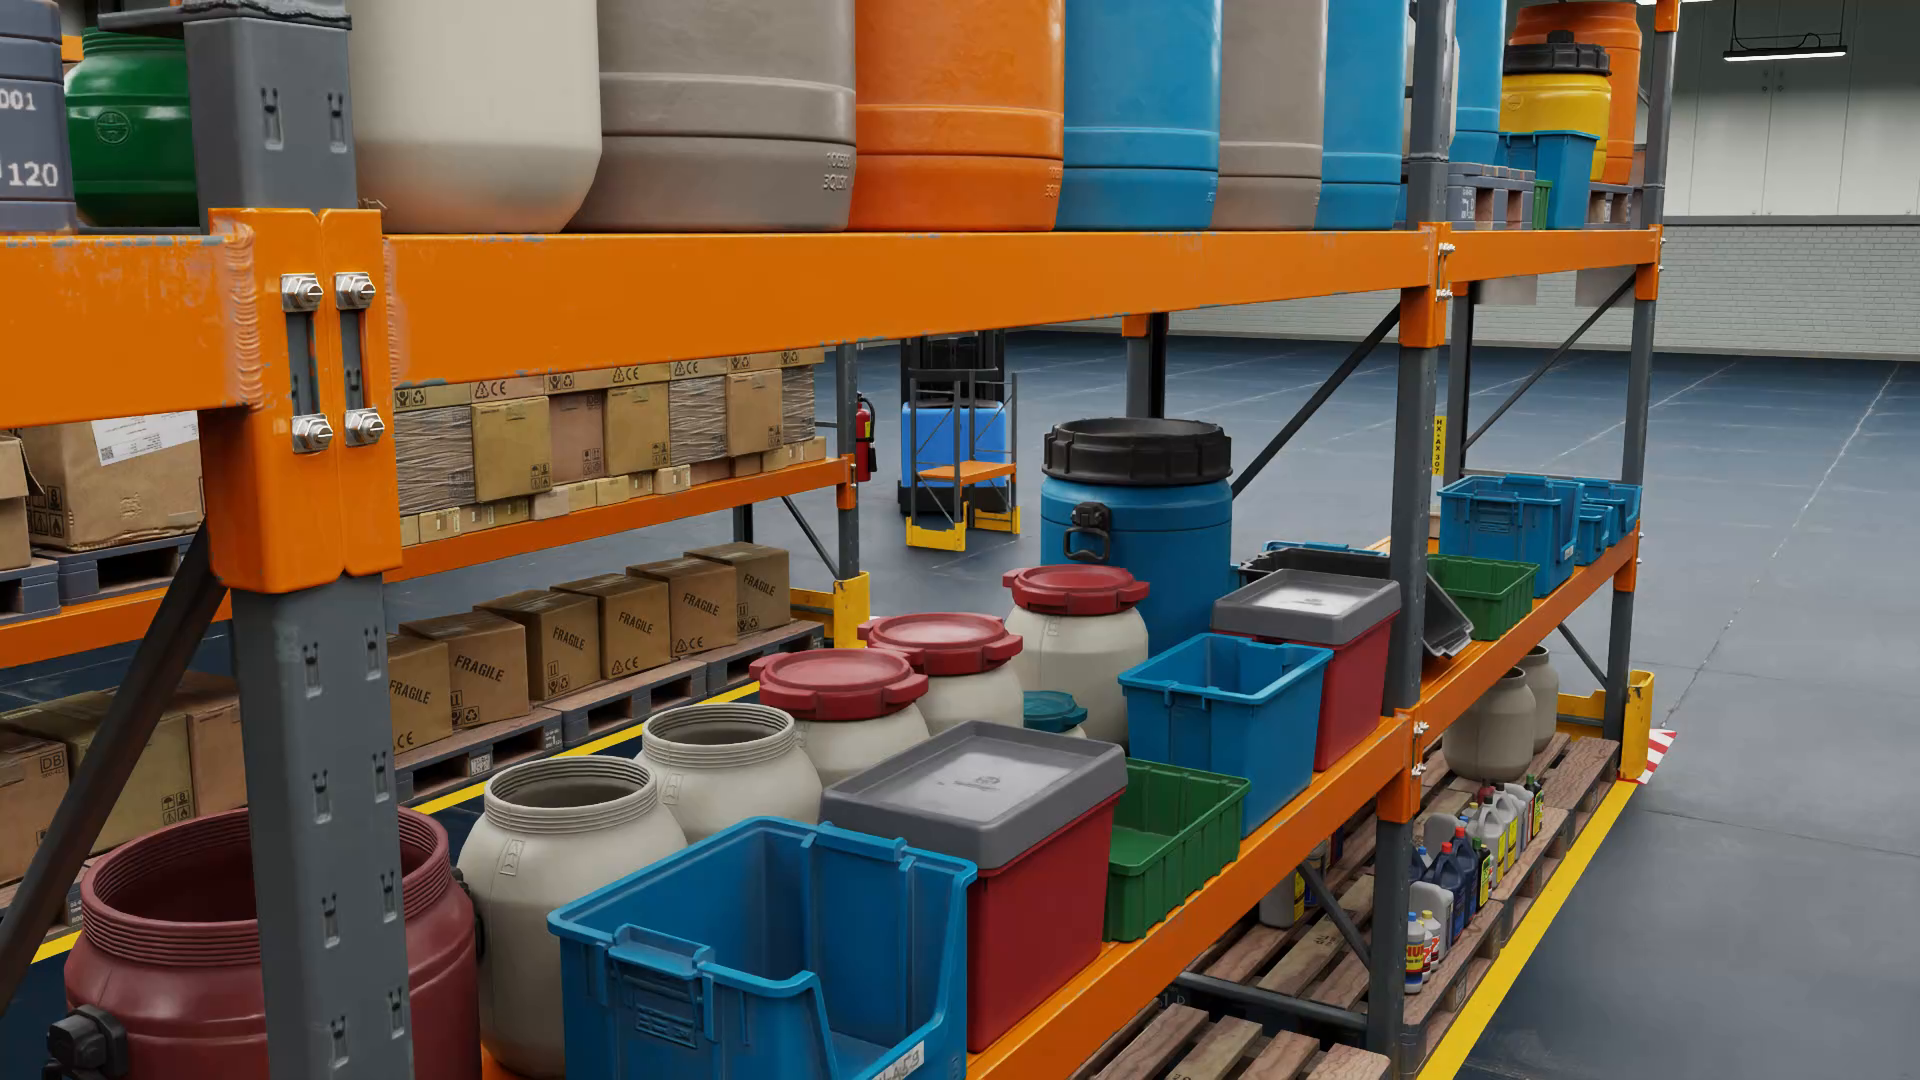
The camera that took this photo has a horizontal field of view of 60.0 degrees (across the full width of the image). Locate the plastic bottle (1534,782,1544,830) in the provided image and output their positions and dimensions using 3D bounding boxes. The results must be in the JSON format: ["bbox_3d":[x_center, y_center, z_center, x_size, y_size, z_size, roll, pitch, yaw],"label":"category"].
[{"bbox_3d":[2.511,1.162,7.300,0.097,0.201,0.097,0,11,0],"label":"plastic bottle"}]

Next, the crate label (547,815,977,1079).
[{"bbox_3d":[-0.317,0.783,2.822,0.502,0.435,0.616,6,12,31],"label":"crate label"}]

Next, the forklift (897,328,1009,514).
[{"bbox_3d":[-0.081,-1.929,17.589,1.130,2.935,3.031,0,11,-1],"label":"forklift"}]

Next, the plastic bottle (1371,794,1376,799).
[{"bbox_3d":[1.882,1.052,7.696,0.097,0.271,0.097,0,11,0],"label":"plastic bottle"}]

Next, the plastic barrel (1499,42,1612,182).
[{"bbox_3d":[2.607,-1.910,7.495,0.600,0.588,0.600,0,11,0],"label":"plastic barrel"}]

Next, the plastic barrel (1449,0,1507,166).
[{"bbox_3d":[1.621,-1.772,5.910,0.600,0.901,0.708,6,12,31],"label":"plastic barrel"}]

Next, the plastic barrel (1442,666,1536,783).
[{"bbox_3d":[2.553,0.878,8.027,0.421,0.512,0.421,0,11,0],"label":"plastic barrel"}]

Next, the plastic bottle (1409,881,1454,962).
[{"bbox_3d":[1.698,1.362,6.029,0.152,0.276,0.135,7,13,33],"label":"plastic bottle"}]

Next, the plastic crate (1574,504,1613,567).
[{"bbox_3d":[2.744,-0.046,7.747,0.499,0.251,0.408,6,12,31],"label":"plastic crate"}]

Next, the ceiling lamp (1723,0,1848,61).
[{"bbox_3d":[14.989,-10.292,29.908,2.000,3.185,0.800,6,12,31],"label":"ceiling lamp"}]

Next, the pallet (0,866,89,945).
[{"bbox_3d":[-4.255,1.514,6.589,1.003,0.211,1.213,6,12,31],"label":"pallet"}]

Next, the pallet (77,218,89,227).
[{"bbox_3d":[-4.167,-1.304,6.421,1.213,0.211,1.003,6,12,31],"label":"pallet"}]

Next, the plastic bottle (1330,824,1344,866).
[{"bbox_3d":[1.548,1.195,6.900,0.061,0.283,0.133,6,12,31],"label":"plastic bottle"}]

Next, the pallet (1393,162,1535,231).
[{"bbox_3d":[1.304,-1.203,5.886,1.213,0.211,1.003,6,12,31],"label":"pallet"}]

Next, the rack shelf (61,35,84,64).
[{"bbox_3d":[-6.368,-3.375,11.864,1.077,0.370,4.000,6,12,31],"label":"rack shelf"}]

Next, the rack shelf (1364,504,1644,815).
[{"bbox_3d":[2.051,0.340,7.235,1.077,0.370,4.000,6,12,31],"label":"rack shelf"}]

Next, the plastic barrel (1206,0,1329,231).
[{"bbox_3d":[0.595,-1.216,4.079,0.600,0.901,0.600,0,11,0],"label":"plastic barrel"}]

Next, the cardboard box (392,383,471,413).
[{"bbox_3d":[-2.769,-0.905,8.136,0.500,0.500,0.500,6,12,31],"label":"cardboard box"}]

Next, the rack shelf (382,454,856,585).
[{"bbox_3d":[-2.182,-0.133,9.763,1.077,0.370,4.000,6,12,31],"label":"rack shelf"}]

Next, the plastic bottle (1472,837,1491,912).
[{"bbox_3d":[2.006,1.281,6.441,0.061,0.283,0.133,7,13,33],"label":"plastic bottle"}]

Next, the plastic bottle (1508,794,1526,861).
[{"bbox_3d":[2.285,1.184,6.979,0.152,0.276,0.135,6,12,29],"label":"plastic bottle"}]

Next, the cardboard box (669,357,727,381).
[{"bbox_3d":[-1.734,-1.220,9.818,0.500,0.500,0.500,6,12,31],"label":"cardboard box"}]

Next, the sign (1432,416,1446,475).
[{"bbox_3d":[2.622,-0.517,9.108,0.100,0.325,0.005,6,12,31],"label":"sign"}]

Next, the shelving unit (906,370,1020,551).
[{"bbox_3d":[0.040,-0.749,15.176,0.587,1.500,1.083,6,12,31],"label":"shelving unit"}]

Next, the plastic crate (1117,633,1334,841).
[{"bbox_3d":[0.706,0.512,4.405,0.392,0.384,0.575,6,12,31],"label":"plastic crate"}]

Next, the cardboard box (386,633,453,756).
[{"bbox_3d":[-2.978,0.791,8.523,0.500,0.500,0.500,6,12,29],"label":"cardboard box"}]

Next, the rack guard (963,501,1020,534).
[{"bbox_3d":[0.298,-0.213,15.709,0.587,0.250,0.087,6,12,31],"label":"rack guard"}]

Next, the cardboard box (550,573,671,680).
[{"bbox_3d":[-2.104,0.512,10.016,0.500,0.500,0.500,8,13,36],"label":"cardboard box"}]

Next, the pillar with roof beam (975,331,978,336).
[{"bbox_3d":[4.266,-9.454,41.292,9.100,9.000,0.548,6,12,31],"label":"pillar with roof beam"}]

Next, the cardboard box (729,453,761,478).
[{"bbox_3d":[-1.474,-0.492,10.407,0.380,0.149,0.250,6,12,31],"label":"cardboard box"}]

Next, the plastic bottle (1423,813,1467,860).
[{"bbox_3d":[1.966,1.230,6.736,0.152,0.276,0.135,6,12,31],"label":"plastic bottle"}]

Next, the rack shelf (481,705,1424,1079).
[{"bbox_3d":[-0.025,0.969,3.875,1.077,0.370,4.000,6,12,31],"label":"rack shelf"}]

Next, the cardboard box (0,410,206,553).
[{"bbox_3d":[-3.752,-0.562,7.327,1.000,1.000,1.000,6,12,31],"label":"cardboard box"}]

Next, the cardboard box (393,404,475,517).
[{"bbox_3d":[-2.934,-0.432,8.326,0.875,0.500,0.500,6,12,31],"label":"cardboard box"}]

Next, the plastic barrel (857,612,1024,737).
[{"bbox_3d":[-0.052,0.479,4.168,0.433,0.535,0.433,0,11,0],"label":"plastic barrel"}]

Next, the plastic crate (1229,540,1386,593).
[{"bbox_3d":[1.356,0.174,6.571,0.499,0.251,0.616,6,12,31],"label":"plastic crate"}]

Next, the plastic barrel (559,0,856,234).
[{"bbox_3d":[-0.452,-0.899,2.386,0.600,0.901,0.600,0,11,0],"label":"plastic barrel"}]

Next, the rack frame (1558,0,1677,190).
[{"bbox_3d":[3.090,-3.277,8.297,1.000,3.000,0.127,6,12,31],"label":"rack frame"}]

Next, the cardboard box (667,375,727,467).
[{"bbox_3d":[-1.906,-0.748,10.013,0.875,0.500,0.500,6,12,31],"label":"cardboard box"}]

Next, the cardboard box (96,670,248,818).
[{"bbox_3d":[-3.557,0.935,7.701,0.700,0.500,0.500,5,12,26],"label":"cardboard box"}]

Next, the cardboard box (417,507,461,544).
[{"bbox_3d":[-2.710,-0.092,8.270,0.380,0.149,0.250,6,12,31],"label":"cardboard box"}]

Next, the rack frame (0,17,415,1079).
[{"bbox_3d":[-1.064,0.930,2.129,1.000,3.000,0.127,6,12,31],"label":"rack frame"}]

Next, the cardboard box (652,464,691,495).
[{"bbox_3d":[-1.804,-0.367,9.741,0.380,0.149,0.250,6,12,31],"label":"cardboard box"}]

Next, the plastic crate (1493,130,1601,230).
[{"bbox_3d":[2.357,-1.466,6.819,0.392,0.384,0.575,6,12,31],"label":"plastic crate"}]

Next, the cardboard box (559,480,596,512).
[{"bbox_3d":[-2.223,-0.252,9.129,0.380,0.149,0.250,6,12,31],"label":"cardboard box"}]

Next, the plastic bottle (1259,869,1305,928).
[{"bbox_3d":[1.224,1.272,6.307,0.144,0.351,0.185,6,12,31],"label":"plastic bottle"}]

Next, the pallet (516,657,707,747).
[{"bbox_3d":[-2.269,0.897,9.884,1.003,0.211,1.213,6,12,31],"label":"pallet"}]

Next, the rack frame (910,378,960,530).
[{"bbox_3d":[-0.220,-0.671,14.757,0.500,1.500,0.032,6,12,31],"label":"rack frame"}]
